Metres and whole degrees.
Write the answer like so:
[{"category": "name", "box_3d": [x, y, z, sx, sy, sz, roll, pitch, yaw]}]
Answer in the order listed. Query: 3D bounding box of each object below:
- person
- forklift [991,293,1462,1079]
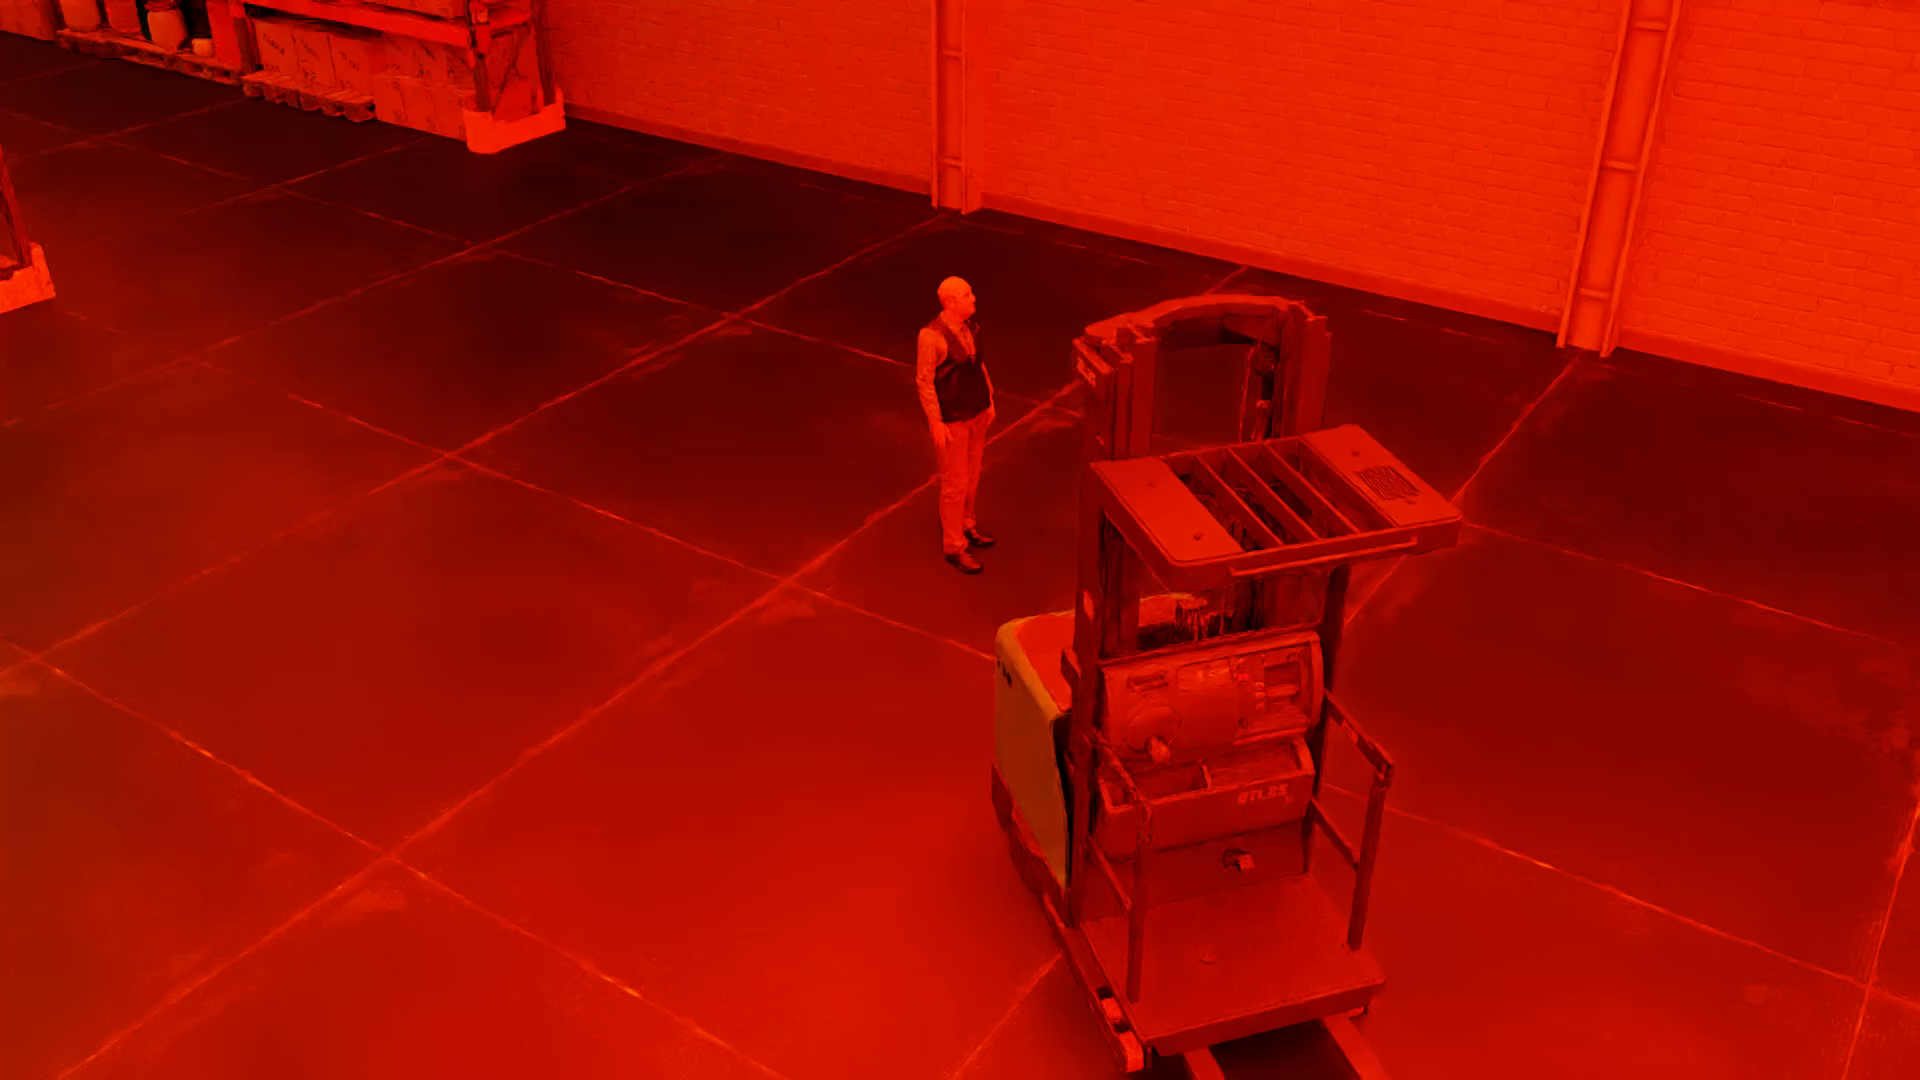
[{"category": "person", "box_3d": [0.047, -0.730, 10.028, 0.567, 1.720, 0.632, 19, 35, 29]}, {"category": "forklift", "box_3d": [1.078, 0.672, 6.424, 1.130, 2.935, 3.031, -9, 31, -15]}]
